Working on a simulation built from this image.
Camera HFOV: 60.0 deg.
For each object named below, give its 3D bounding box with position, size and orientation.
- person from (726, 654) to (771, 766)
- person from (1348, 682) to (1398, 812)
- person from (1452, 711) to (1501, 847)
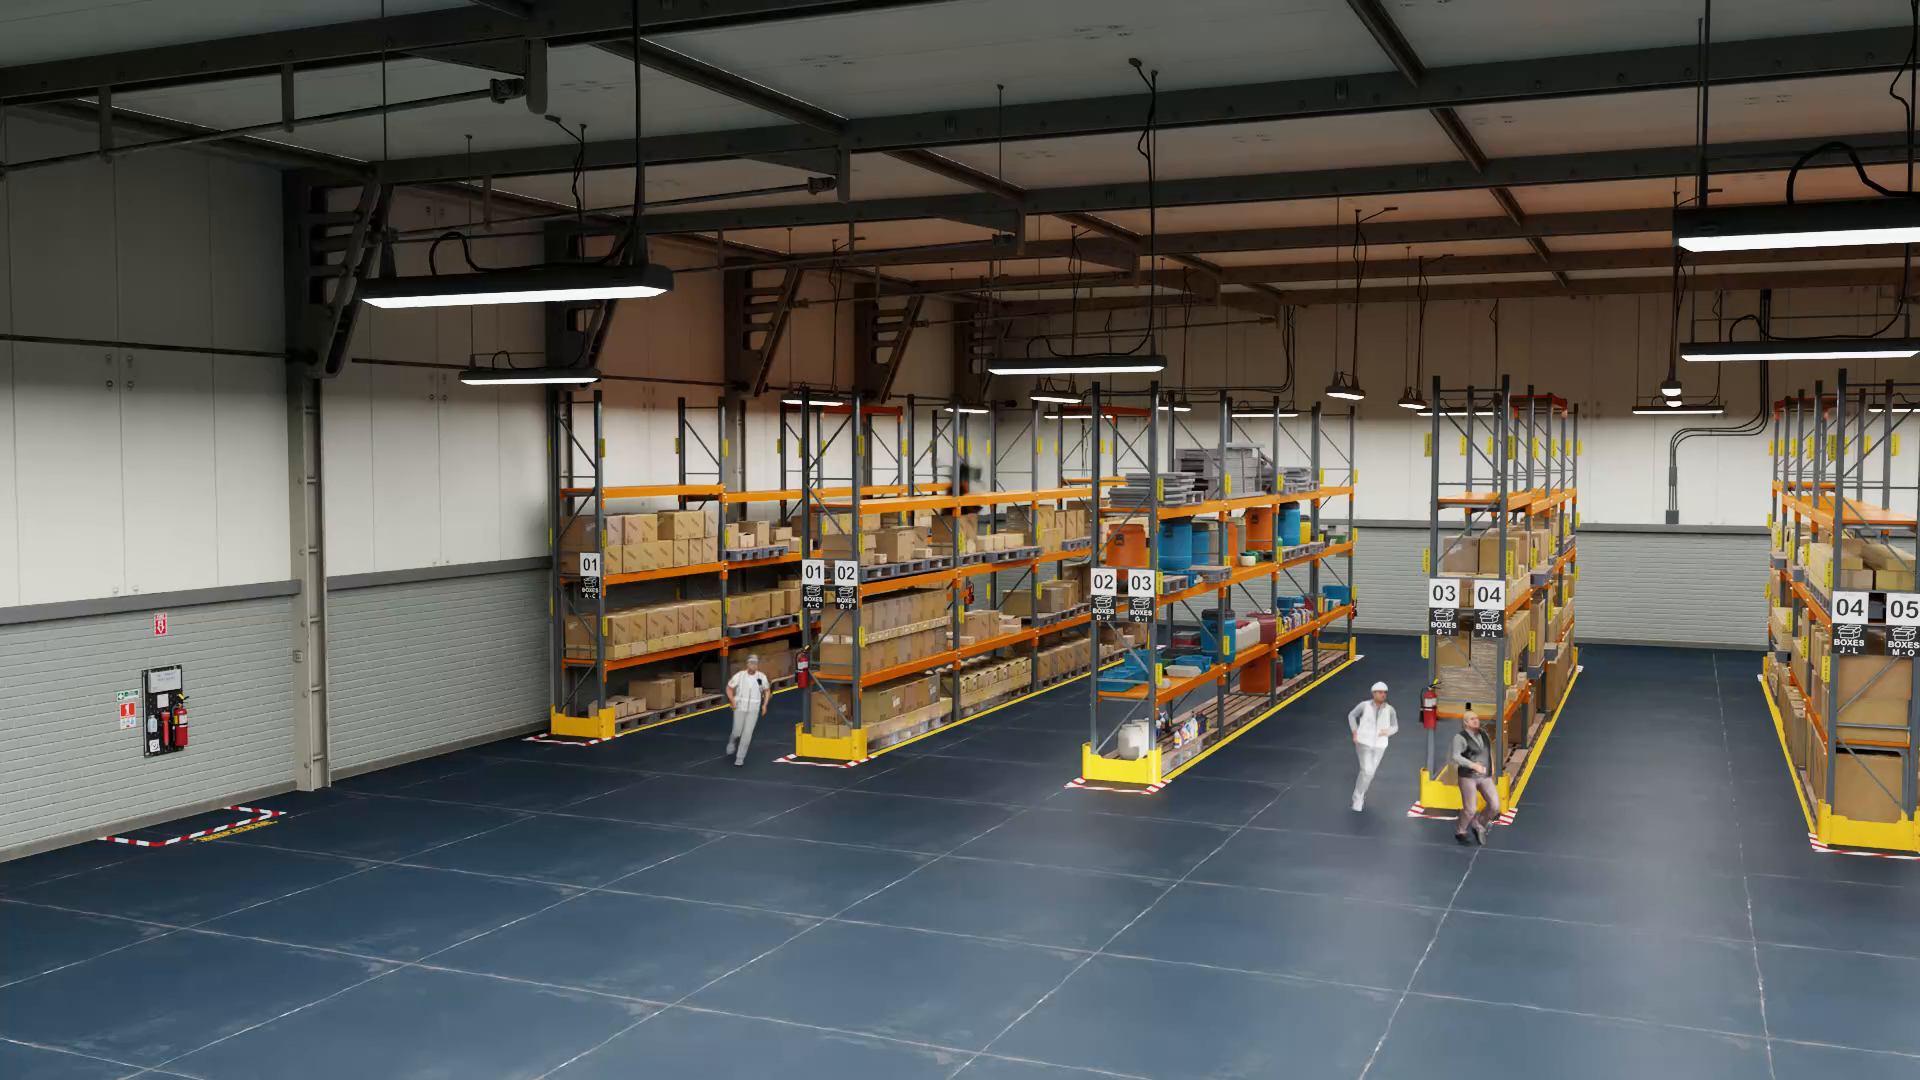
[{"bbox_3d":[-3.362,2.683,26.511,0.715,1.715,0.765,-1,3,-13],"label":"person"},{"bbox_3d":[5.733,2.865,23.109,0.636,1.801,0.681,0,3,-3],"label":"person"},{"bbox_3d":[6.490,3.006,20.917,0.668,1.700,0.674,-1,3,-16],"label":"person"}]
